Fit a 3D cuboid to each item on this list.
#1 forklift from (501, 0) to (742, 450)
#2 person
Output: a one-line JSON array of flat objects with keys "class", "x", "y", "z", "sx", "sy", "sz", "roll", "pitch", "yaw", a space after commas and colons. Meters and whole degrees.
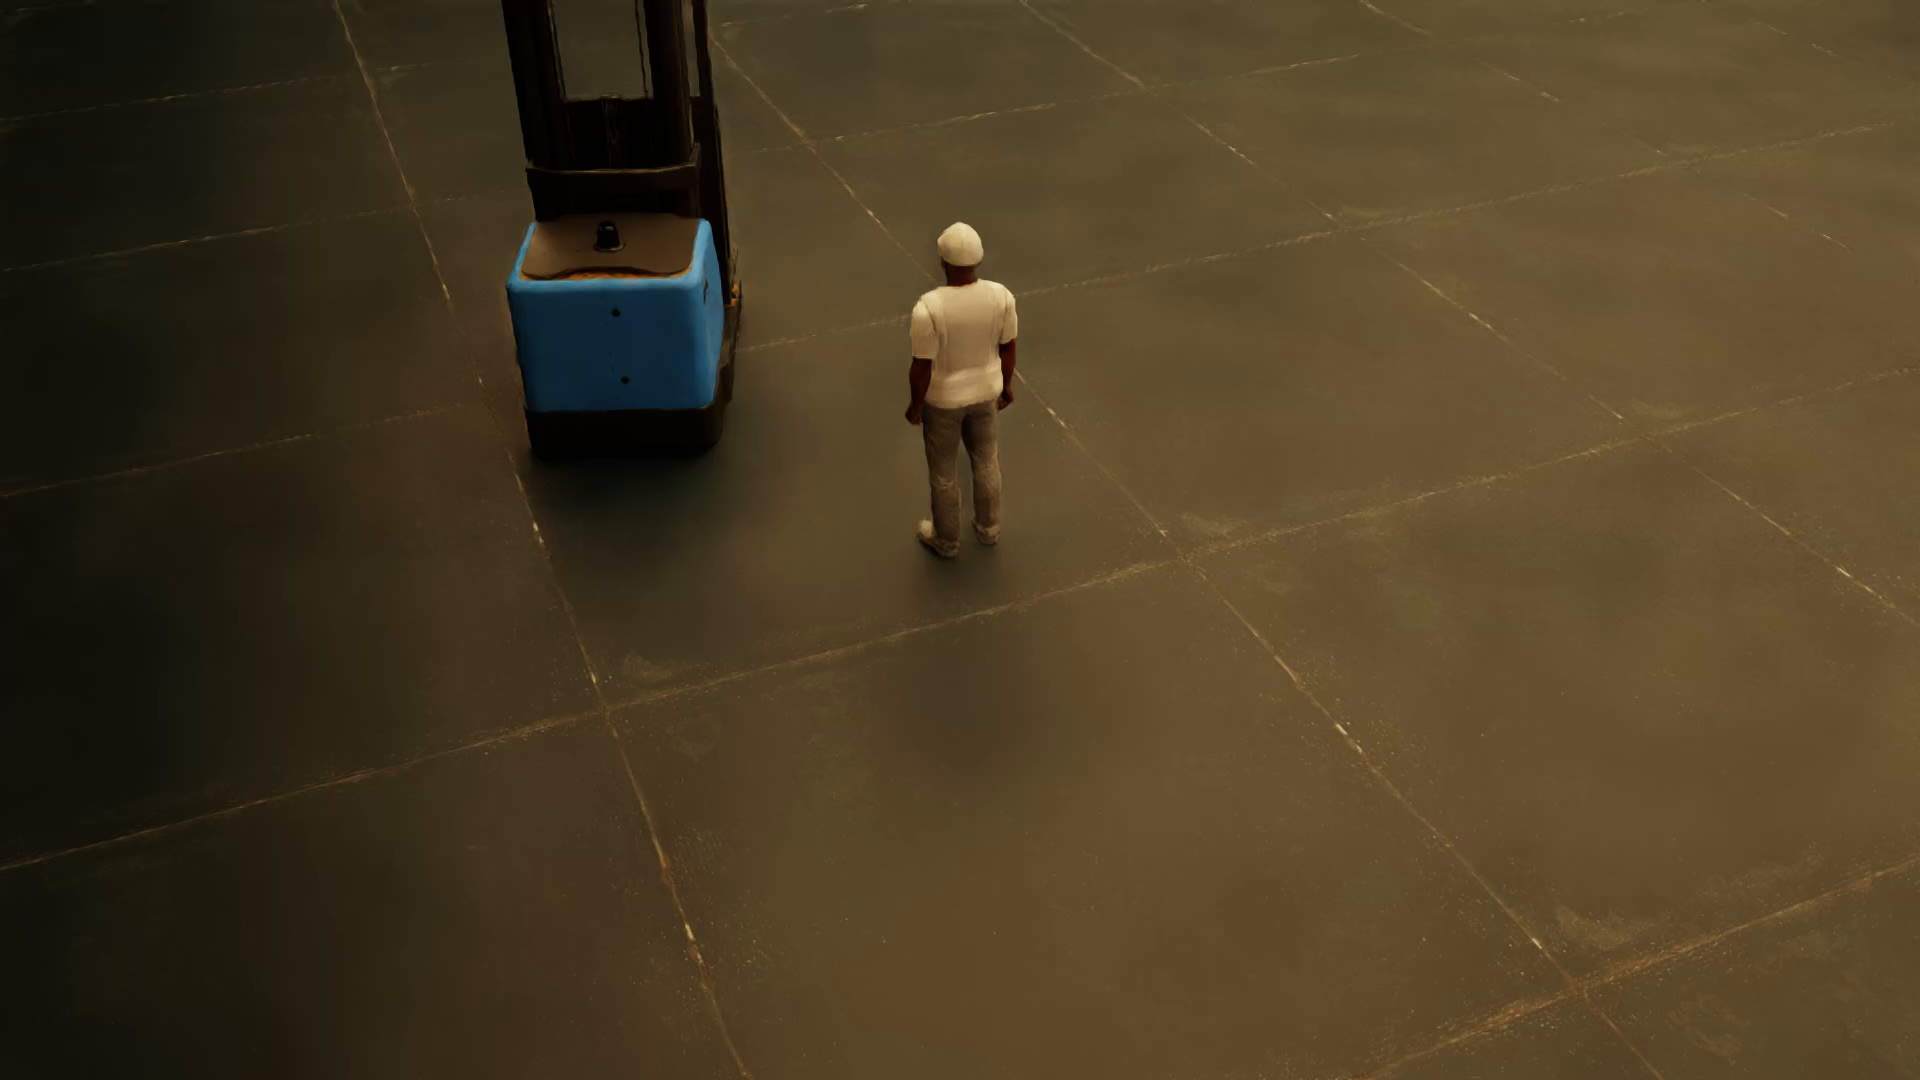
[{"class": "forklift", "x": -1.948, "y": -2.522, "z": 9.645, "sx": 1.130, "sy": 2.935, "sz": 3.031, "roll": -2, "pitch": 35, "yaw": -2}, {"class": "person", "x": -0.006, "y": -0.727, "z": 8.125, "sx": 0.559, "sy": 1.771, "sz": 0.367, "roll": -14, "pitch": 38, "yaw": -19}]
